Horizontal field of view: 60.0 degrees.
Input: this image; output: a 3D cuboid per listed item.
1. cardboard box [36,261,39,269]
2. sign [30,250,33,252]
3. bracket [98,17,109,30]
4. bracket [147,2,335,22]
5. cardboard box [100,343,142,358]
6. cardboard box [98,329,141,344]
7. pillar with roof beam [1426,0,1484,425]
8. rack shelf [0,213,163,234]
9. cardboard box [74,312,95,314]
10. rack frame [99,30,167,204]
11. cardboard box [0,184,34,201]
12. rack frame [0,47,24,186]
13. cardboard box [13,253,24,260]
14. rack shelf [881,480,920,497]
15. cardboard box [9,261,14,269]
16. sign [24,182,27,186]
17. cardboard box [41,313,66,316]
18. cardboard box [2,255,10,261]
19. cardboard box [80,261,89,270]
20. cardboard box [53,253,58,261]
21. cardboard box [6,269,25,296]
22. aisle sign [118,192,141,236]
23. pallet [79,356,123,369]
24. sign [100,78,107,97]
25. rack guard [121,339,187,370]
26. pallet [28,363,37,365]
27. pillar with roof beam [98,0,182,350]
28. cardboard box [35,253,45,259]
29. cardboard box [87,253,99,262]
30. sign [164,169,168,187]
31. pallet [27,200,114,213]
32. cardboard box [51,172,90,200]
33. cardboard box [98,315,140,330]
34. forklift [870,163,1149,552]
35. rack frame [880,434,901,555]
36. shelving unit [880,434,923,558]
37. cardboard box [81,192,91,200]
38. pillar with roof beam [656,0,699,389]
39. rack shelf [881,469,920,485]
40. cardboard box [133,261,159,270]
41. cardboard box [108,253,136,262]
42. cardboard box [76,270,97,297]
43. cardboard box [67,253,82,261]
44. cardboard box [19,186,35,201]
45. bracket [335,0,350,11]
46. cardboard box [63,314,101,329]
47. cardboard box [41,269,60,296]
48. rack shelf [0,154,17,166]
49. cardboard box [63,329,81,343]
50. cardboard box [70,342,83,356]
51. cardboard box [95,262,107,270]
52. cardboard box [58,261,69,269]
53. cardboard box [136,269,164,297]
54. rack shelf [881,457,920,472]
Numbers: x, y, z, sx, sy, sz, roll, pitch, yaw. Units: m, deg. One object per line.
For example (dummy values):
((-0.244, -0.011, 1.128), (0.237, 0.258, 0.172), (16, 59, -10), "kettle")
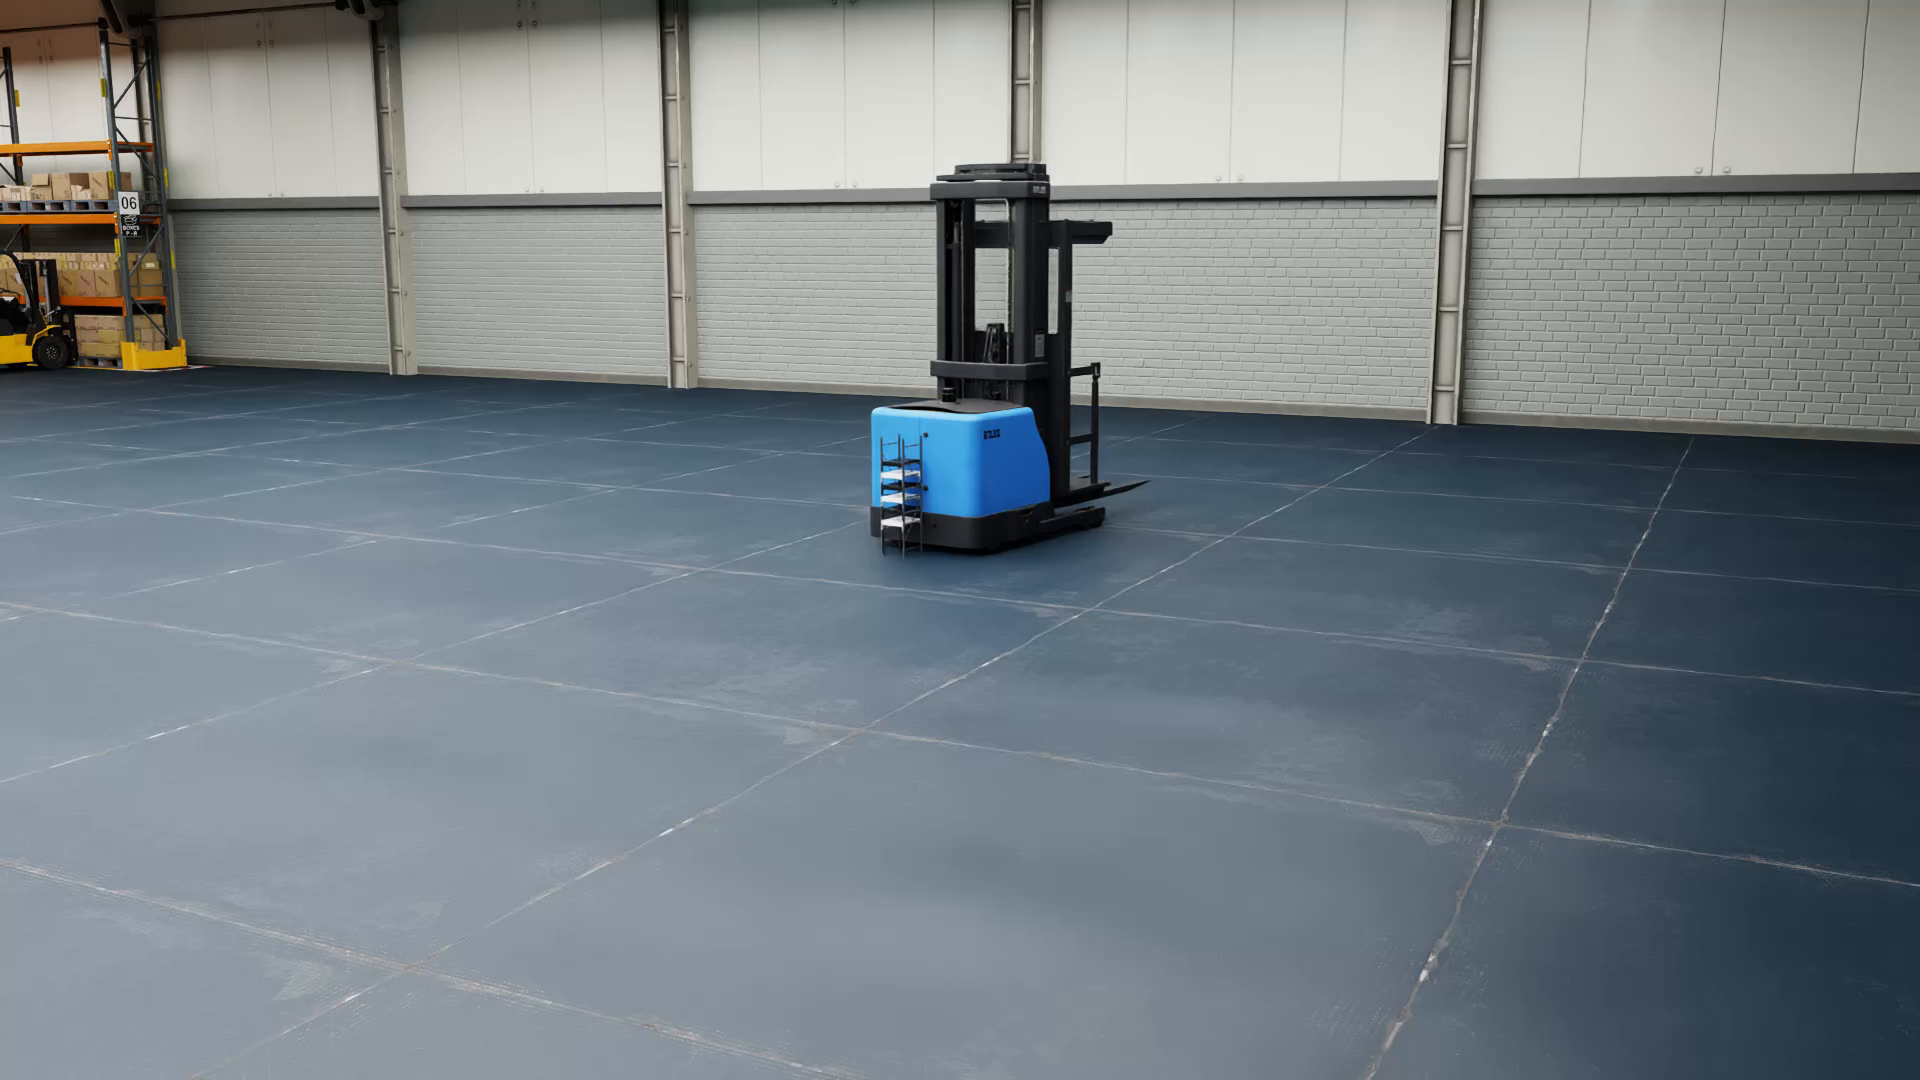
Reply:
((-17.286, -5.200, 31.437), (0.250, 0.149, 0.380), (5, 11, 24), "cardboard box")
((-18.347, -5.558, 32.864), (0.005, 0.325, 0.100), (5, 11, 26), "sign")
((-15.758, -9.587, 30.827), (0.430, 0.232, 0.235), (5, 11, 26), "bracket")
((-12.688, -9.317, 29.337), (4.783, 0.066, 0.076), (5, 11, 26), "bracket")
((-15.565, -3.529, 30.849), (0.500, 0.250, 0.500), (5, 11, 26), "cardboard box")
((-15.578, -3.777, 30.815), (0.500, 0.250, 0.500), (5, 11, 25), "cardboard box")
((4.389, -5.261, 17.032), (0.400, 9.000, 9.100), (5, 11, 26), "pillar with roof beam")
((-16.797, -5.969, 31.384), (4.000, 0.370, 1.077), (5, 11, 26), "rack shelf")
((-16.701, -4.224, 31.882), (0.500, 0.250, 0.500), (5, 11, 25), "cardboard box")
((-15.004, -7.641, 30.182), (0.127, 3.000, 1.000), (5, 11, 26), "rack frame")
((-17.953, -6.588, 31.575), (0.500, 0.311, 0.500), (5, 12, 27), "cardboard box")
((-18.591, -7.956, 31.923), (0.127, 3.000, 1.000), (5, 11, 26), "rack frame")
((-17.744, -5.385, 31.624), (0.250, 0.149, 0.380), (5, 12, 27), "cardboard box")
((-0.440, -0.389, 12.532), (0.200, 0.077, 0.258), (7, 13, 34), "rack shelf")
((-17.942, -5.269, 31.820), (0.250, 0.149, 0.380), (5, 11, 26), "cardboard box")
((-18.347, -6.862, 32.628), (0.005, 0.325, 0.100), (5, 11, 26), "sign")
((-17.390, -4.182, 31.651), (0.500, 0.250, 0.500), (5, 12, 28), "cardboard box")
((-18.154, -5.443, 31.945), (0.250, 0.149, 0.380), (5, 11, 27), "cardboard box")
((-16.104, -5.107, 30.923), (0.250, 0.149, 0.380), (5, 11, 25), "cardboard box")
((-16.796, -5.318, 31.256), (0.250, 0.149, 0.380), (5, 11, 27), "cardboard box")
((-17.834, -4.938, 31.813), (0.500, 0.500, 0.500), (5, 12, 27), "cardboard box")
((-15.075, -5.916, 30.197), (0.004, 0.787, 0.394), (5, 11, 26), "aisle sign")
((-15.708, -3.371, 31.261), (1.213, 0.211, 1.003), (5, 11, 26), "pallet")
((-15.256, -8.054, 29.619), (0.005, 0.325, 0.100), (5, 11, 26), "sign")
((-14.982, -3.457, 30.928), (0.348, 0.500, 1.175), (5, 11, 26), "rack guard")
((-17.896, -3.563, 32.323), (1.213, 0.211, 1.003), (5, 11, 26), "pallet")
((-17.134, -7.152, 27.481), (0.548, 9.000, 9.100), (5, 11, 26), "pillar with roof beam")
((-17.246, -5.358, 31.473), (0.250, 0.149, 0.380), (5, 11, 26), "cardboard box")
((-15.900, -5.229, 30.763), (0.250, 0.149, 0.380), (5, 12, 27), "cardboard box")
((-14.753, -6.722, 30.851), (0.005, 0.325, 0.100), (5, 11, 26), "sign")
((-16.724, -6.277, 31.318), (1.213, 0.211, 1.003), (5, 11, 26), "pallet")
((-16.383, -6.563, 30.906), (0.500, 0.500, 0.700), (5, 11, 26), "cardboard box")
((-15.555, -4.021, 30.760), (0.500, 0.250, 0.500), (5, 12, 28), "cardboard box")
((0.556, -1.570, 13.673), (1.130, 2.935, 3.031), (7, 12, 34), "forklift")
((-0.523, -0.344, 12.599), (0.006, 0.900, 0.240), (7, 13, 34), "rack frame")
((-0.440, -0.333, 12.542), (0.210, 0.900, 0.258), (7, 13, 34), "shelving unit")
((-15.881, -6.314, 30.518), (0.250, 0.149, 0.380), (5, 11, 24), "cardboard box")
((-6.373, -6.207, 22.257), (0.400, 9.000, 9.100), (5, 11, 26), "pillar with roof beam")
((-0.440, -0.477, 12.516), (0.200, 0.077, 0.258), (7, 13, 34), "rack shelf")
((-15.193, -5.126, 31.026), (0.250, 0.149, 0.380), (5, 11, 24), "cardboard box")
((-15.418, -5.198, 30.593), (0.250, 0.149, 0.380), (5, 11, 26), "cardboard box")
((-16.022, -4.777, 30.924), (0.500, 0.500, 0.500), (5, 12, 28), "cardboard box")
((-16.373, -5.263, 30.952), (0.250, 0.149, 0.380), (5, 12, 27), "cardboard box")
((-17.394, -6.505, 31.242), (0.258, 0.266, 0.396), (5, 11, 24), "cardboard box")
((-10.378, -9.114, 28.215), (0.430, 0.232, 0.235), (5, 11, 26), "bracket")
((-16.472, -4.099, 31.188), (0.500, 0.250, 0.500), (5, 11, 27), "cardboard box")
((-16.938, -4.856, 31.356), (0.500, 0.500, 0.500), (5, 11, 26), "cardboard box")
((-20.384, -7.563, 32.894), (4.000, 0.370, 1.077), (5, 11, 26), "rack shelf")
((-16.496, -3.856, 31.249), (0.500, 0.250, 0.500), (5, 11, 25), "cardboard box")
((-16.451, -3.611, 31.300), (0.500, 0.250, 0.500), (5, 11, 26), "cardboard box")
((-15.681, -5.055, 30.638), (0.250, 0.149, 0.380), (5, 12, 27), "cardboard box")
((-16.600, -5.137, 31.090), (0.250, 0.149, 0.380), (5, 11, 26), "cardboard box")
((-15.325, -4.822, 31.168), (0.500, 0.500, 0.500), (5, 12, 28), "cardboard box")
((-0.440, -0.566, 12.499), (0.200, 0.077, 0.258), (7, 13, 34), "rack shelf")
